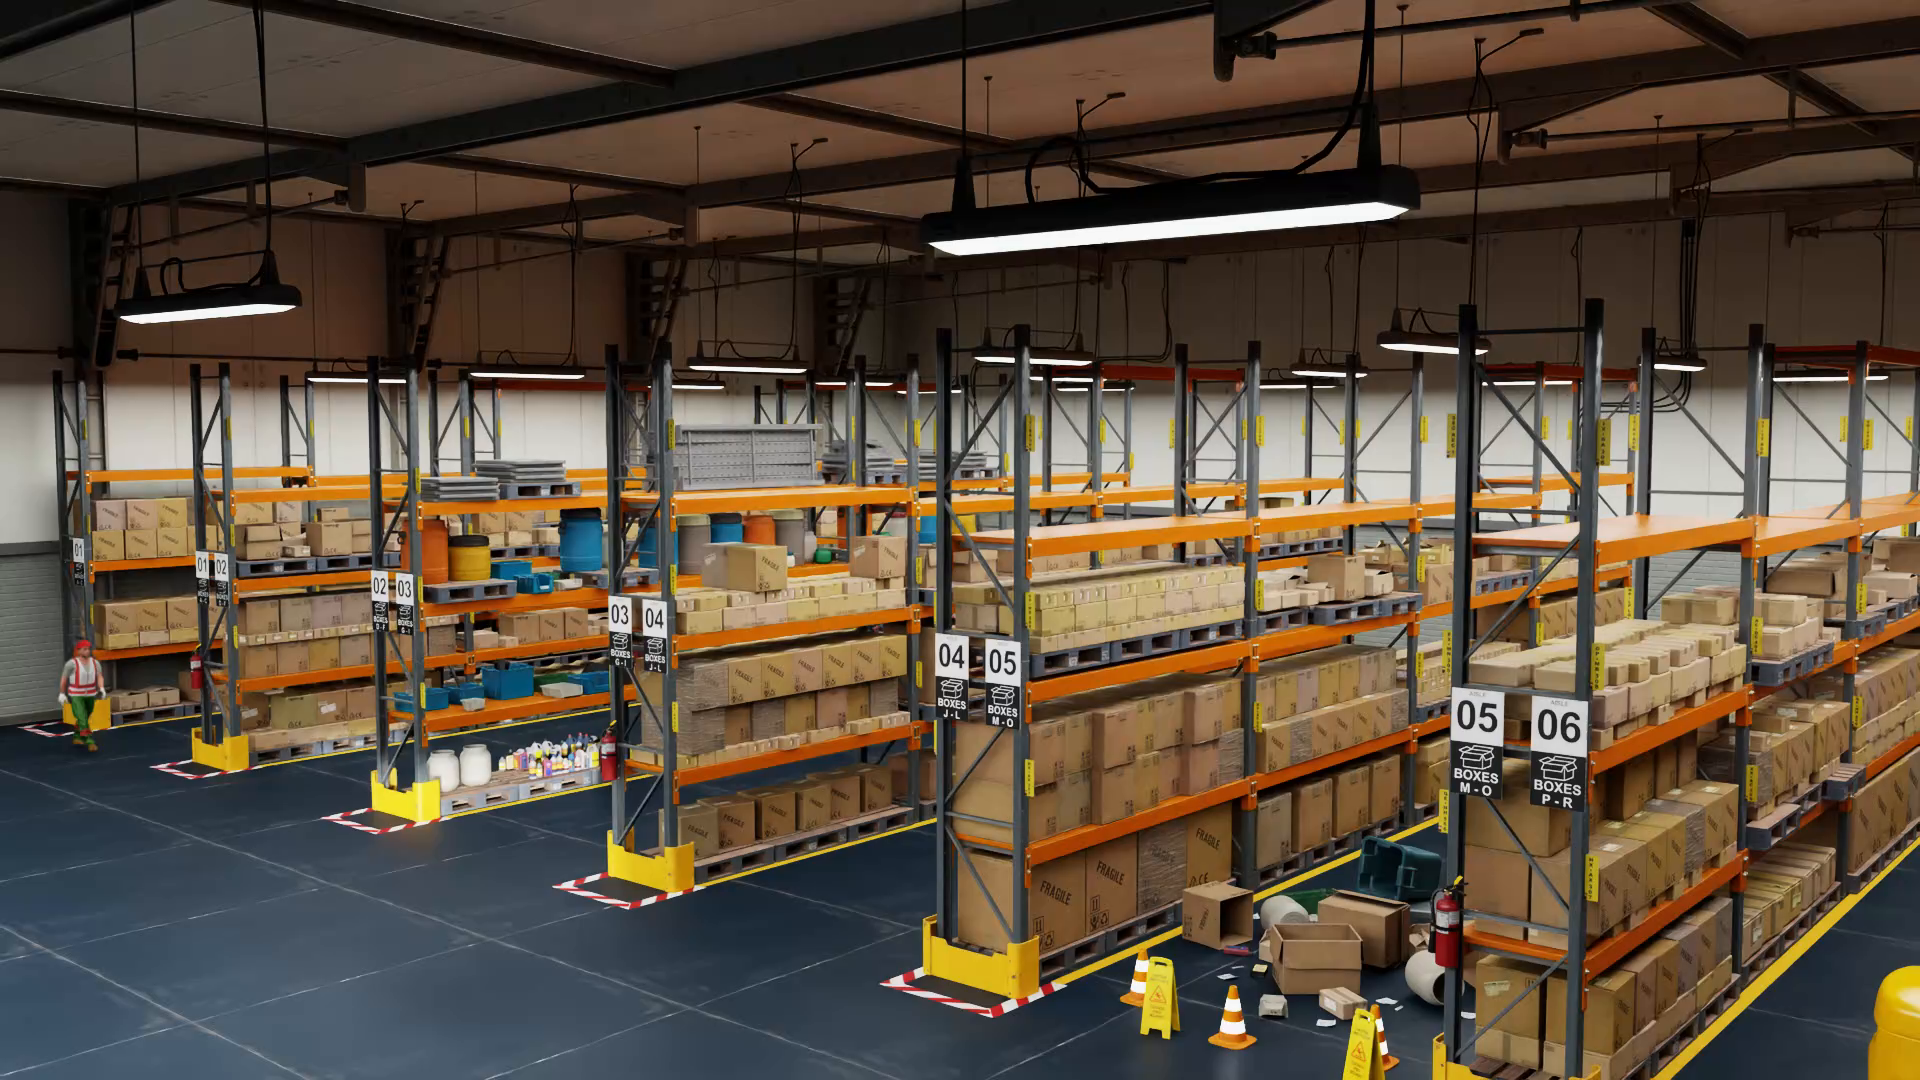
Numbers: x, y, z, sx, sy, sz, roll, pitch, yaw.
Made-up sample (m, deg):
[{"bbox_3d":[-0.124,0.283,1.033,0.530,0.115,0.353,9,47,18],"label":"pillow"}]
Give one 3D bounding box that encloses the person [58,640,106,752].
[{"bbox_3d":[-13.655,2.411,25.891,1.120,1.714,0.601,4,6,44],"label":"person"}]
